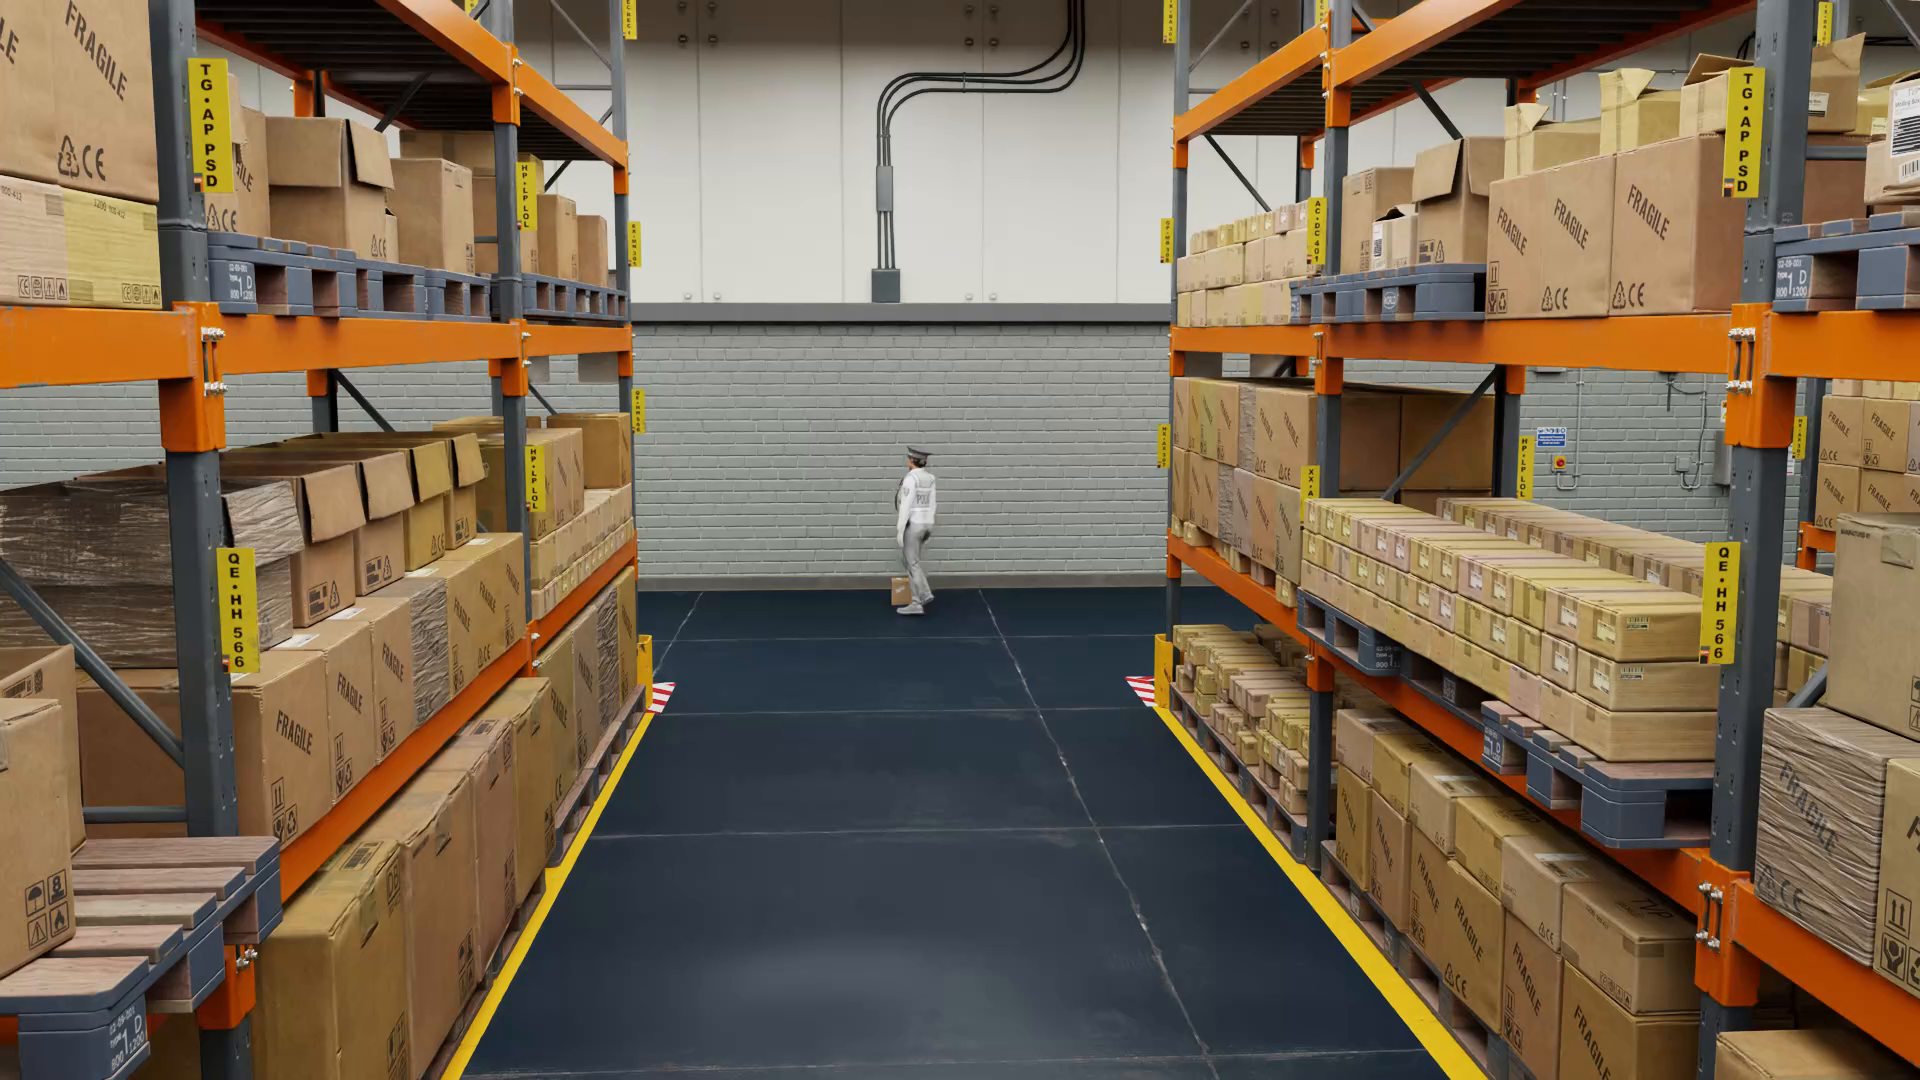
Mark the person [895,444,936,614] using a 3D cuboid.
[{"bbox_3d":[-0.473,-0.106,16.520,0.409,1.673,0.524,4,8,33],"label":"person"}]
